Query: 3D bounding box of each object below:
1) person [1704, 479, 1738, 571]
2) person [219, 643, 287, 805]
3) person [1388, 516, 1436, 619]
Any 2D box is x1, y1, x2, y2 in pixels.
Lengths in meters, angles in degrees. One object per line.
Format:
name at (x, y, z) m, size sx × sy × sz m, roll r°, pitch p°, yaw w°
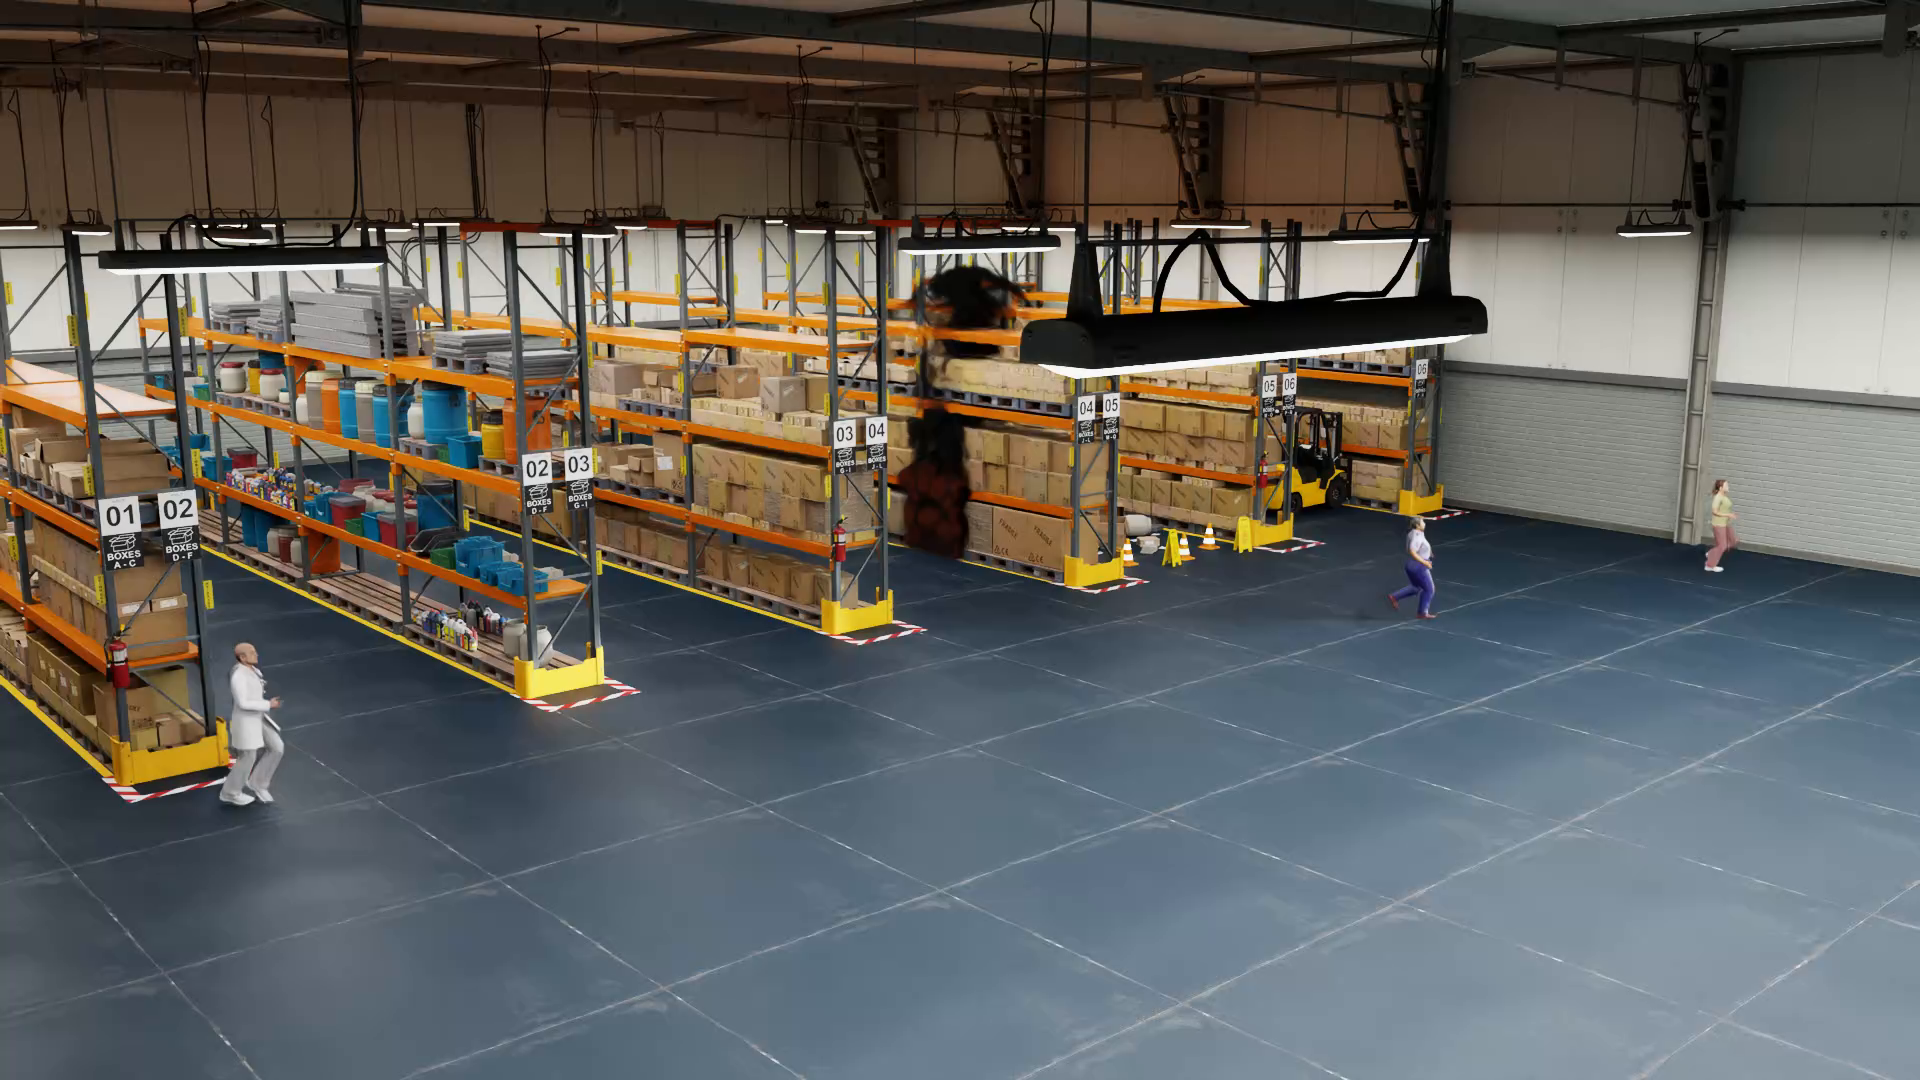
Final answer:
person at (13.291, -0.254, 28.962) m, size 0.534 × 1.626 × 0.571 m, roll 9°, pitch 15°, yaw 38°
person at (-7.536, 1.974, 17.718) m, size 0.782 × 1.828 × 0.731 m, roll -1°, pitch 11°, yaw -6°
person at (7.027, 0.431, 25.708) m, size 0.727 × 1.592 × 0.615 m, roll 0°, pitch 11°, yaw 2°
